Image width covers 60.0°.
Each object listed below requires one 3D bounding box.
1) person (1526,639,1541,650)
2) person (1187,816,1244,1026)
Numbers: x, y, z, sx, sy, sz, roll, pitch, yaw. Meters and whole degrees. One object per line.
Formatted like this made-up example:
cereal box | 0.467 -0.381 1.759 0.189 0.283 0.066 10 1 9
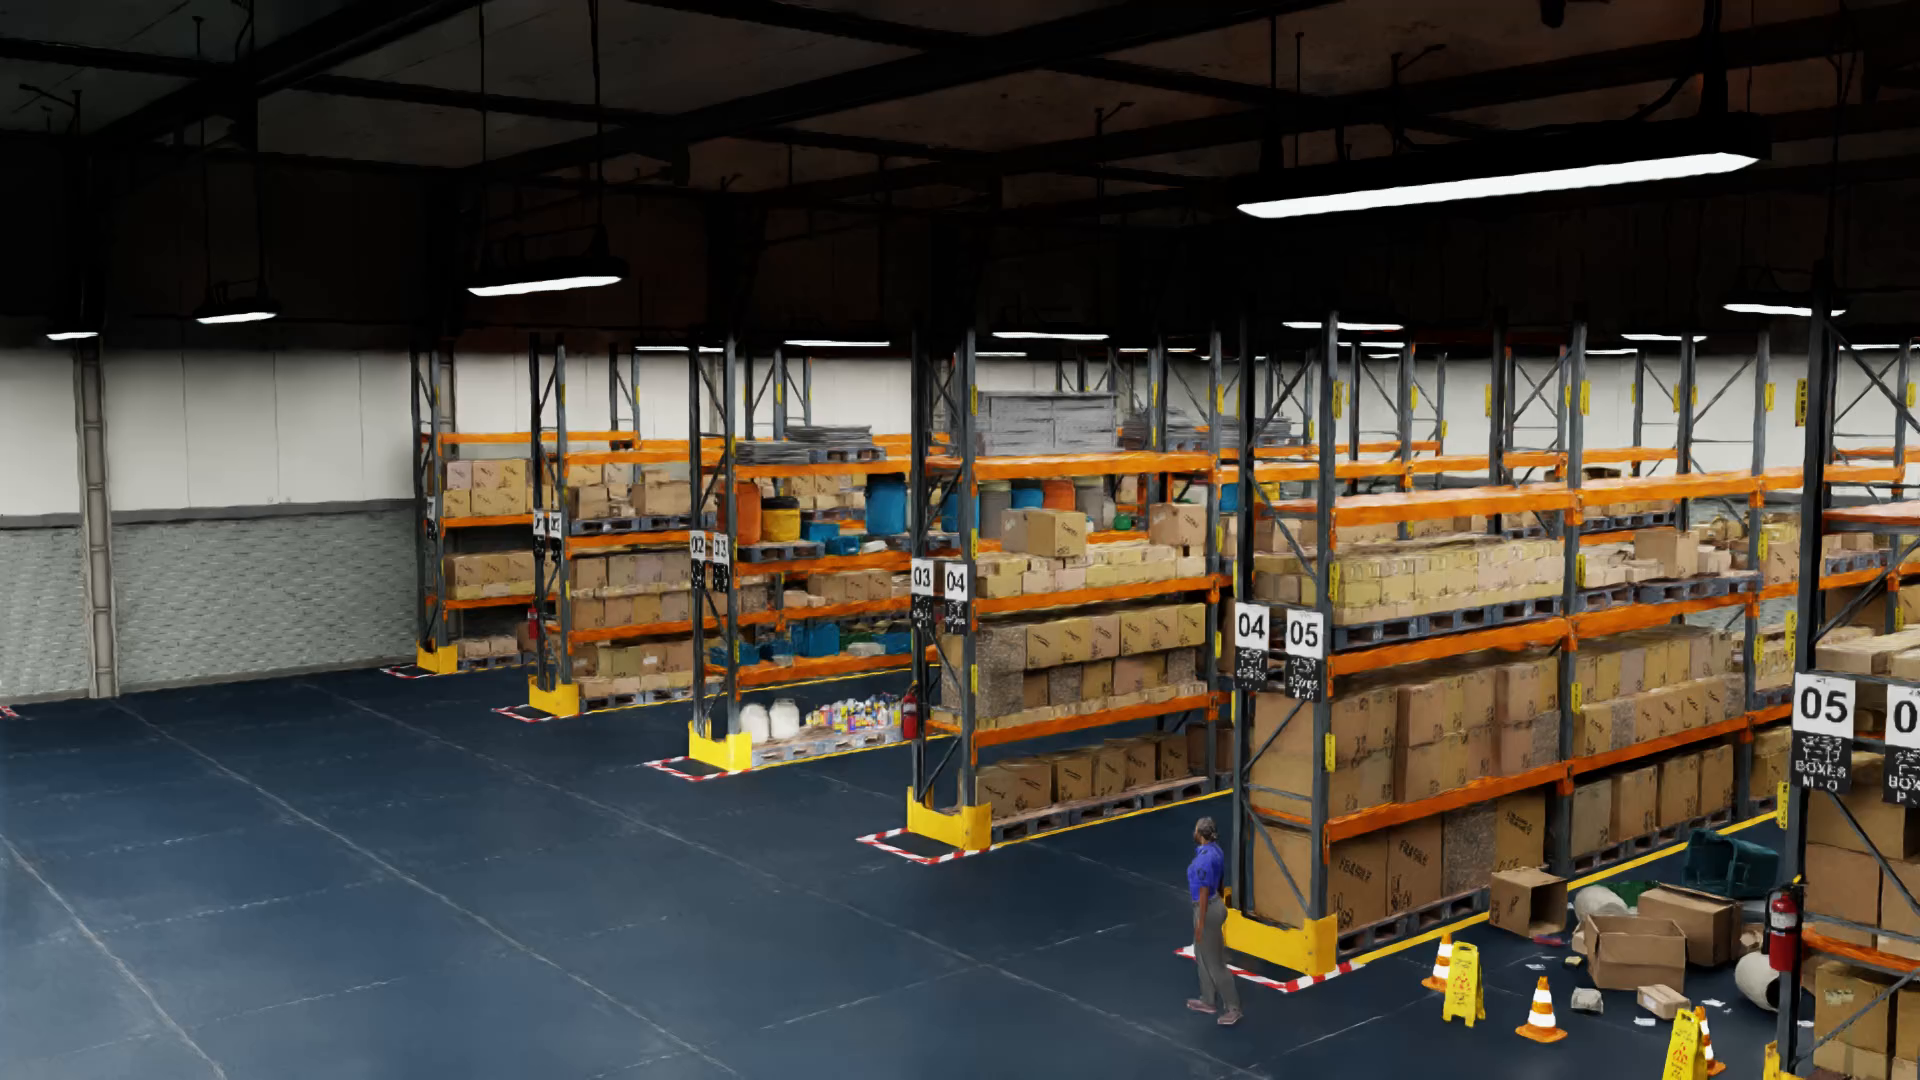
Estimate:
person | 7.948 2.160 23.075 1.186 1.694 0.601 -5 7 -41
person | 2.094 3.094 13.627 0.526 1.647 0.567 2 6 23
